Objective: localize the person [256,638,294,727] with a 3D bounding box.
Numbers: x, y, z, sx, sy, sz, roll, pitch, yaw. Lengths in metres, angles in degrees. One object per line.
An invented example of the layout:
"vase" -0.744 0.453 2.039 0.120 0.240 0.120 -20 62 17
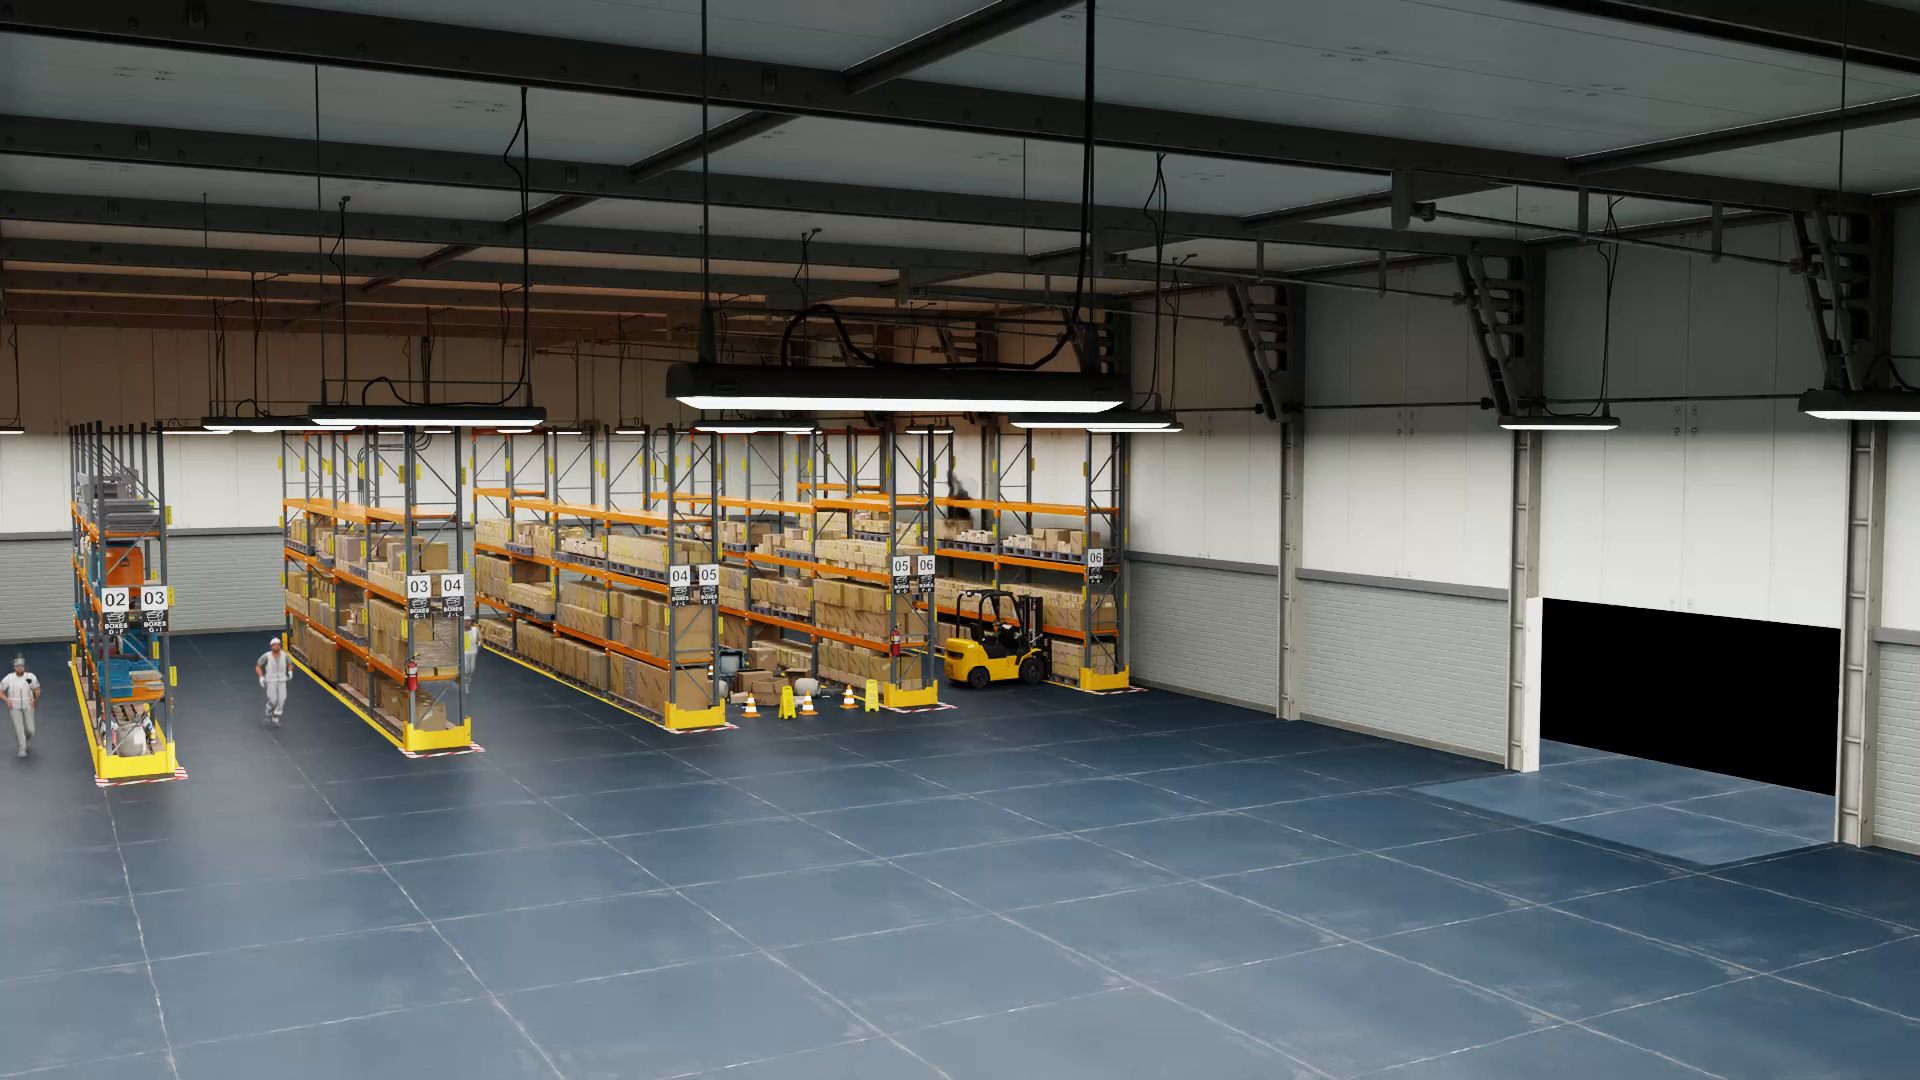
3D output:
"person" -13.494 2.815 32.864 0.668 1.749 0.583 -3 5 -39

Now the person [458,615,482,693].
"person" -10.945 2.552 37.028 0.655 1.758 0.650 -2 4 -33

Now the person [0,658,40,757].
"person" -16.977 2.996 30.030 0.672 1.762 0.641 -2 4 -35
